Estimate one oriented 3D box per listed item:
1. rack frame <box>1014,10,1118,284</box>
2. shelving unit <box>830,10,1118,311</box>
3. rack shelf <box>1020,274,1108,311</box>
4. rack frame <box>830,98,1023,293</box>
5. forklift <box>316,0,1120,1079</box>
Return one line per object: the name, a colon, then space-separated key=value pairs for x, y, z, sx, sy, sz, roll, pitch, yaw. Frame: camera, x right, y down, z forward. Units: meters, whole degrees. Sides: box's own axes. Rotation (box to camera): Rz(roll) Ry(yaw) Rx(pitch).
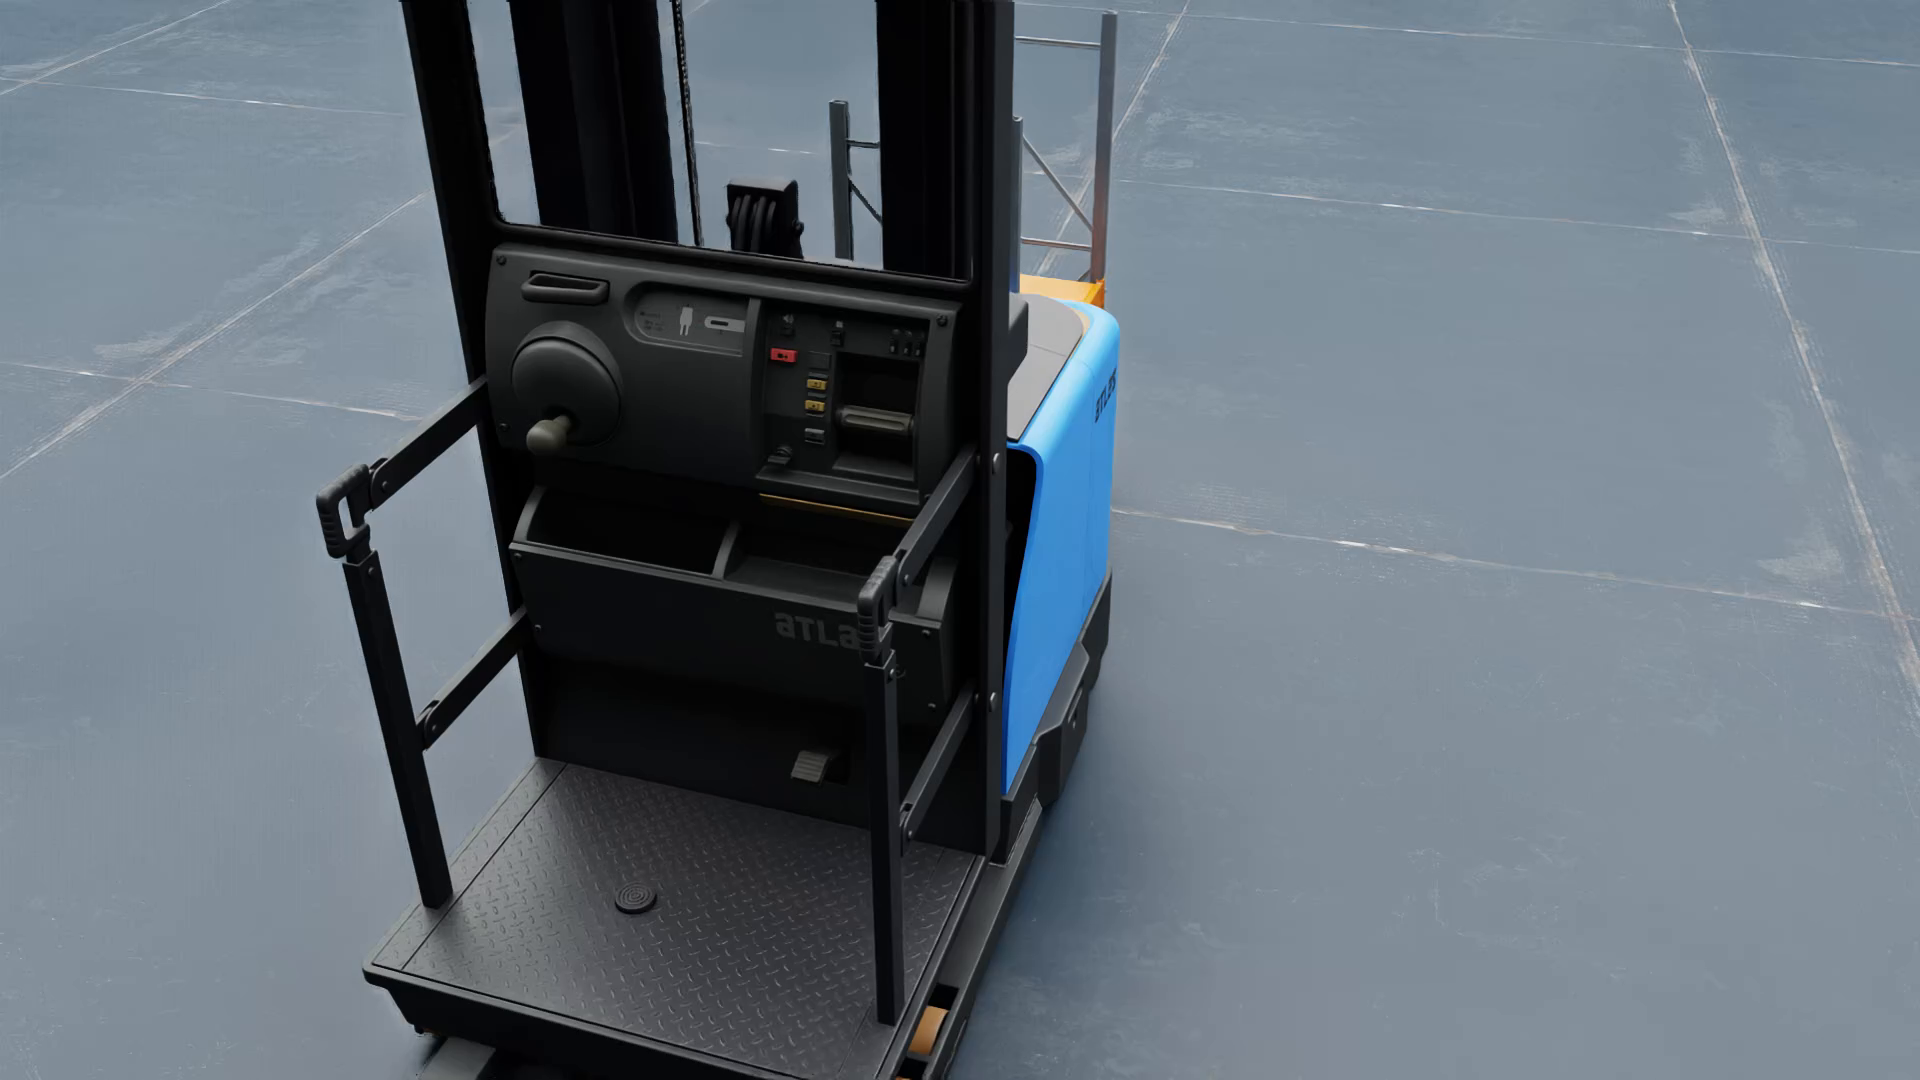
rack frame: x=0.225 y=-0.960 z=5.362 sx=0.500 sy=1.500 sz=0.032 roll=10 pitch=34 yaw=15
shelving unit: x=0.072 y=-0.705 z=4.961 sx=0.587 sy=1.500 sz=1.083 roll=10 pitch=34 yaw=15
rack shelf: x=0.069 y=-0.548 z=5.050 sx=0.538 sy=0.185 sz=1.000 roll=10 pitch=34 yaw=15
rack frame: x=-0.087 y=-0.441 z=4.545 sx=0.500 sy=1.500 sz=0.032 roll=10 pitch=34 yaw=15
forklift: x=-0.521 y=-0.249 z=2.909 sx=1.130 sy=2.935 sz=3.031 roll=10 pitch=34 yaw=15
